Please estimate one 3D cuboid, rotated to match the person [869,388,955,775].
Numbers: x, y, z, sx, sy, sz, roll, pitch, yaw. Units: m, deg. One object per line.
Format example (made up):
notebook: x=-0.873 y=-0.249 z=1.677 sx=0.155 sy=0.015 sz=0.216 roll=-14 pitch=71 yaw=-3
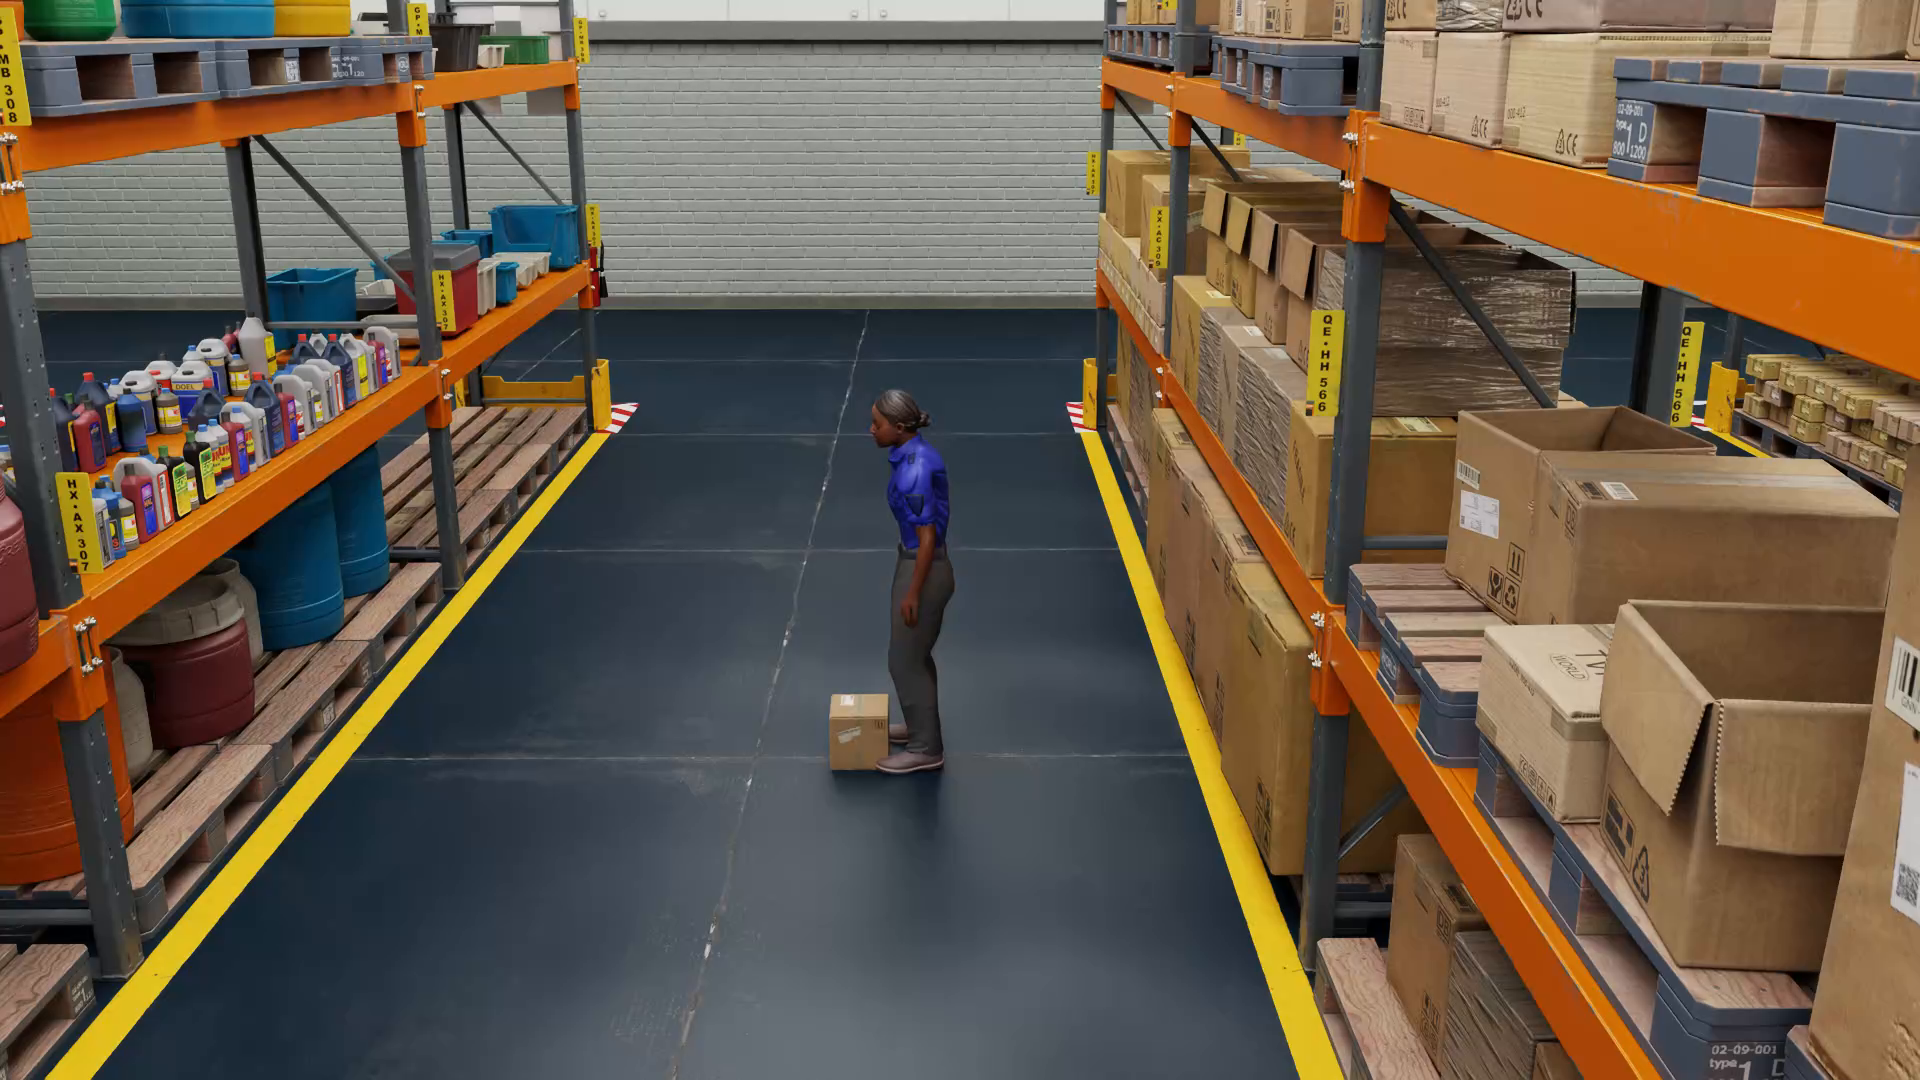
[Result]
person: x=-0.199 y=0.162 z=7.036 sx=0.348 sy=1.653 sz=0.521 roll=-1 pitch=17 yaw=-3
